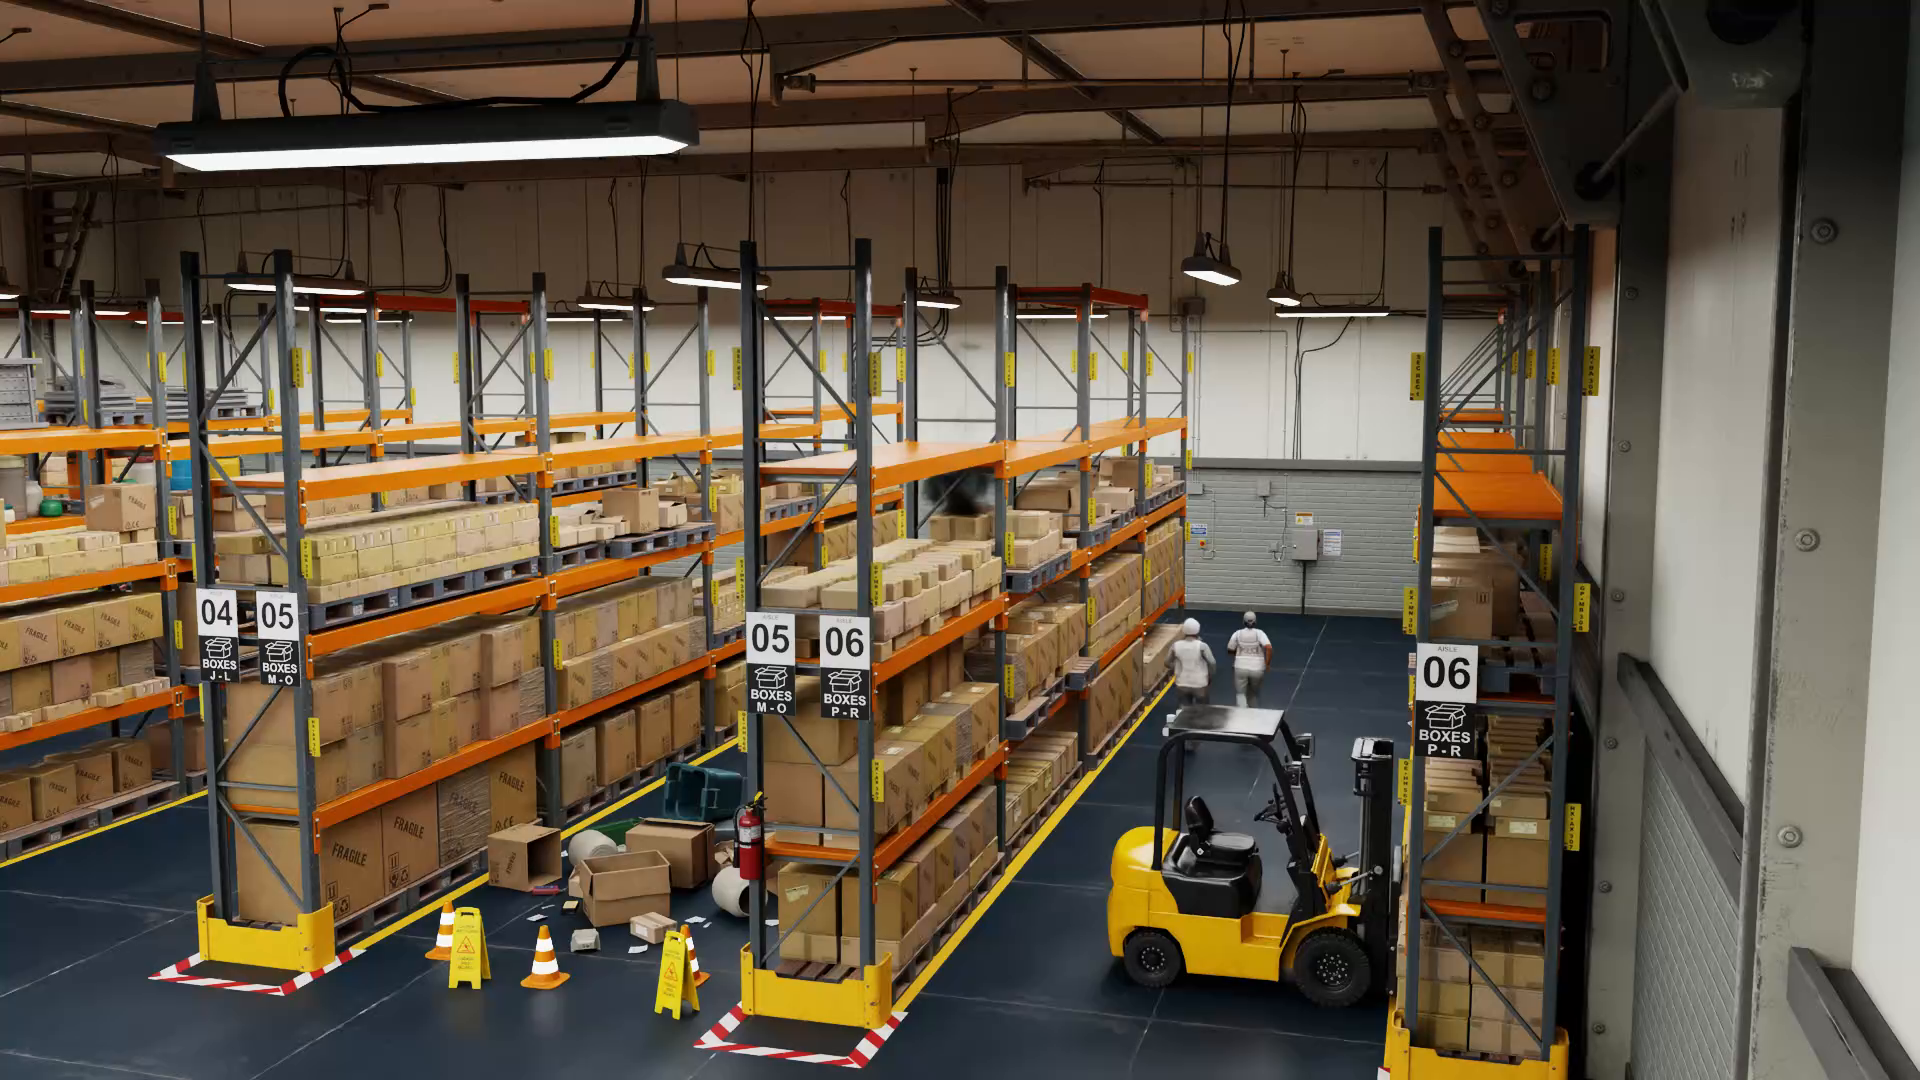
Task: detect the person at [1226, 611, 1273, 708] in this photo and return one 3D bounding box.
[{"bbox_3d":[3.916,1.797,22.564,0.605,1.655,0.936,1,6,6],"label":"person"}]

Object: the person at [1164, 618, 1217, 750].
[{"bbox_3d":[3.036,1.872,21.743,0.715,1.731,0.522,2,7,21],"label":"person"}]
